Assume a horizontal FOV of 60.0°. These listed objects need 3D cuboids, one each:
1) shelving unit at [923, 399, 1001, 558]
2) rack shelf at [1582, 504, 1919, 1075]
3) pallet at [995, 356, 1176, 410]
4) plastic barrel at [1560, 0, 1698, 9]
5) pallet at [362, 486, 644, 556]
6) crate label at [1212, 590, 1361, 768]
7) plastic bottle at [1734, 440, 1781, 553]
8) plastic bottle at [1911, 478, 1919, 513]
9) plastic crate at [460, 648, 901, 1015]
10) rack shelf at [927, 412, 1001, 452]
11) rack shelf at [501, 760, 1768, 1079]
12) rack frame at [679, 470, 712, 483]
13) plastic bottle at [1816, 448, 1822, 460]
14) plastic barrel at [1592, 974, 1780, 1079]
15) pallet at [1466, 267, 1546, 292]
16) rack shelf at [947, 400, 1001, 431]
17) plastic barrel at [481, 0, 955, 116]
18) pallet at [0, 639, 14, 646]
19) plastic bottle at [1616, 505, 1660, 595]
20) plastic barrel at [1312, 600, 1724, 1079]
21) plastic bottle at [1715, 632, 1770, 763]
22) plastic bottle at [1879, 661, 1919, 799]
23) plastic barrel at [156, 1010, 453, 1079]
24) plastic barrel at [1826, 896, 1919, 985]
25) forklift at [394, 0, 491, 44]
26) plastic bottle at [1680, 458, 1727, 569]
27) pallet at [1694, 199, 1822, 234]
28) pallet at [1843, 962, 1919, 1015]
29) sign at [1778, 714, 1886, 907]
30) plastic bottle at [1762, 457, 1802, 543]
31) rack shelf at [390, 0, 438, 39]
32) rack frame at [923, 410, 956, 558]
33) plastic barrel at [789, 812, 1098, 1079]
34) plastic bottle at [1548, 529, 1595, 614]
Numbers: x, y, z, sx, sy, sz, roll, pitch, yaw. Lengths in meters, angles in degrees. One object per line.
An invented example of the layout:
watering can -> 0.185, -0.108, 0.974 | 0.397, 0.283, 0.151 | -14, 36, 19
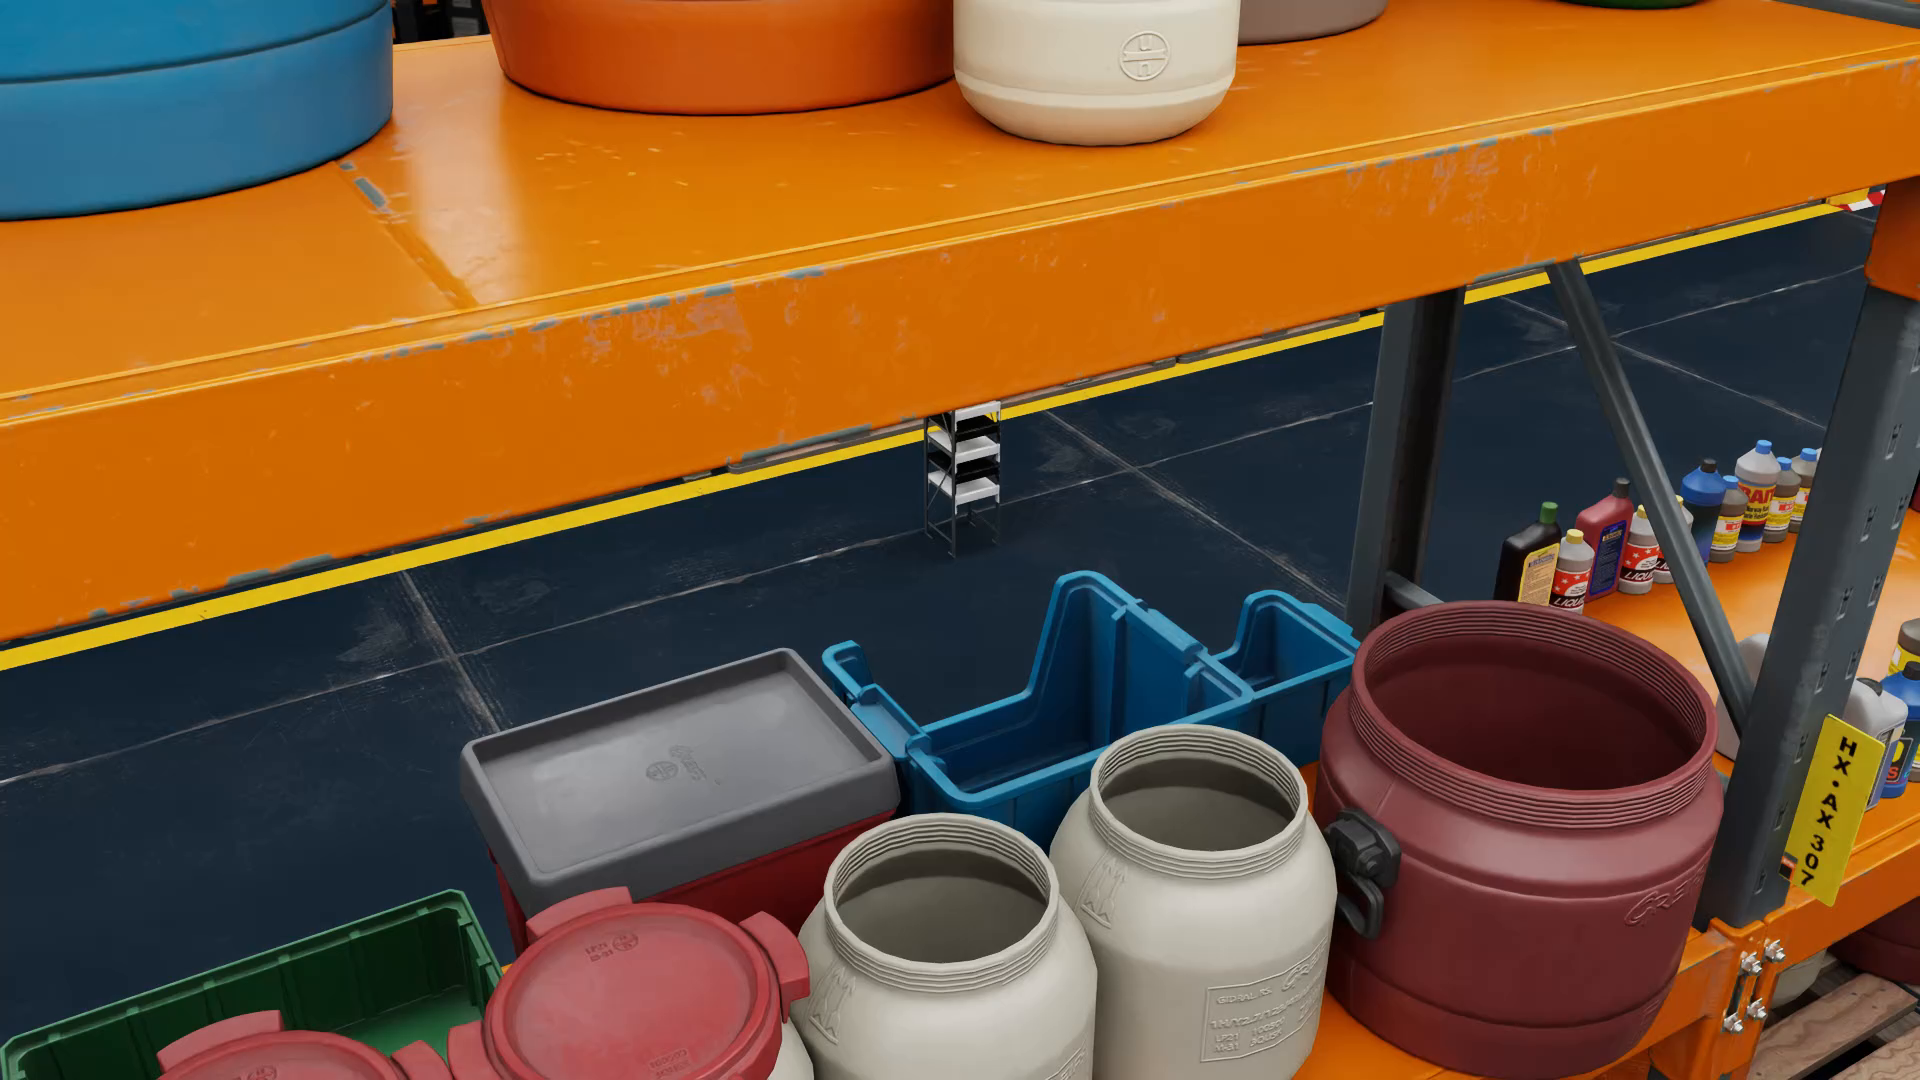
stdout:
shelving unit -> 0.007, -0.396, 6.536 | 0.210, 0.900, 0.258 | -16, 33, -26
rack shelf -> 2.842, 0.108, 4.194 | 4.000, 0.370, 1.077 | -16, 33, -26
pallet -> 0.325, -1.024, 8.388 | 1.213, 0.211, 1.003 | -16, 33, -26
plastic barrel -> 0.931, -0.881, 2.298 | 0.294, 0.245, 0.294 | 0, 29, 0
pallet -> -2.118, -0.376, 7.212 | 1.213, 0.211, 1.003 | -16, 33, -26
crate label -> 0.565, 0.303, 3.270 | 0.416, 0.233, 0.303 | -16, 33, -26
plastic bottle -> 1.894, -0.110, 3.978 | 0.097, 0.271, 0.097 | 0, 29, 0
plastic bottle -> 2.468, -0.208, 4.143 | 0.133, 0.283, 0.061 | -16, 33, -26
plastic crate -> -0.431, 0.523, 2.632 | 0.583, 0.464, 0.402 | -16, 33, -26
rack shelf -> 0.007, -0.446, 6.509 | 0.200, 0.077, 0.258 | -16, 33, -26
rack shelf -> -0.607, 1.087, 2.420 | 4.000, 0.370, 1.077 | -16, 33, -26
rack frame -> -1.389, -1.782, 6.874 | 0.127, 3.000, 1.000 | -16, 33, -26
plastic bottle -> 2.146, -0.151, 4.125 | 0.097, 0.201, 0.097 | 0, 29, 0
plastic barrel -> 1.531, 0.922, 3.786 | 0.708, 0.830, 0.600 | -16, 33, -26
pallet -> 2.653, -1.708, 9.626 | 1.213, 0.211, 1.003 | -16, 33, -26
rack shelf -> 0.007, -0.524, 6.465 | 0.200, 0.077, 0.258 | -16, 33, -26
plastic barrel -> -0.264, -0.948, 1.814 | 0.708, 0.830, 0.600 | -16, 33, -26
pallet -> -4.222, 0.222, 6.130 | 1.213, 0.211, 1.003 | -16, 33, -26
plastic bottle -> 1.558, 0.016, 3.822 | 0.097, 0.201, 0.097 | 0, 29, 0
plastic barrel -> 0.871, 0.463, 2.666 | 0.708, 0.536, 0.600 | -16, 33, -26
plastic bottle -> 1.577, 0.302, 3.226 | 0.135, 0.276, 0.152 | -16, 33, -26
plastic bottle -> 1.768, 0.351, 3.143 | 0.097, 0.271, 0.097 | 0, 29, 0
plastic barrel -> -0.762, 0.880, 1.910 | 0.433, 0.535, 0.433 | 0, 29, 0
plastic barrel -> 2.505, 0.751, 4.345 | 0.708, 0.588, 0.600 | -16, 33, -26
forklift -> -2.674, -2.644, 8.507 | 3.031, 2.935, 1.130 | 11, 31, 19
plastic bottle -> 1.726, -0.062, 3.892 | 0.097, 0.271, 0.097 | 0, 29, 0
pallet -> 4.756, -2.305, 10.708 | 1.213, 0.211, 1.003 | -16, 33, -26
pallet -> 2.827, 0.997, 4.726 | 1.213, 0.211, 1.003 | -16, 33, -26
sign -> 1.402, 0.439, 2.682 | 0.005, 0.325, 0.100 | -16, 33, -26
plastic bottle -> 1.978, -0.103, 4.038 | 0.097, 0.201, 0.097 | 0, 29, 0
rack shelf -> -2.177, -4.019, 11.673 | 4.000, 0.370, 1.077 | -16, 33, -26
rack frame -> -0.081, -0.371, 6.491 | 0.006, 0.900, 0.240 | -16, 33, -26
plastic barrel -> -0.024, 0.678, 2.302 | 0.421, 0.512, 0.421 | 0, 29, 0
plastic bottle -> 1.359, 0.072, 3.720 | 0.097, 0.201, 0.097 | 0, 29, 0
